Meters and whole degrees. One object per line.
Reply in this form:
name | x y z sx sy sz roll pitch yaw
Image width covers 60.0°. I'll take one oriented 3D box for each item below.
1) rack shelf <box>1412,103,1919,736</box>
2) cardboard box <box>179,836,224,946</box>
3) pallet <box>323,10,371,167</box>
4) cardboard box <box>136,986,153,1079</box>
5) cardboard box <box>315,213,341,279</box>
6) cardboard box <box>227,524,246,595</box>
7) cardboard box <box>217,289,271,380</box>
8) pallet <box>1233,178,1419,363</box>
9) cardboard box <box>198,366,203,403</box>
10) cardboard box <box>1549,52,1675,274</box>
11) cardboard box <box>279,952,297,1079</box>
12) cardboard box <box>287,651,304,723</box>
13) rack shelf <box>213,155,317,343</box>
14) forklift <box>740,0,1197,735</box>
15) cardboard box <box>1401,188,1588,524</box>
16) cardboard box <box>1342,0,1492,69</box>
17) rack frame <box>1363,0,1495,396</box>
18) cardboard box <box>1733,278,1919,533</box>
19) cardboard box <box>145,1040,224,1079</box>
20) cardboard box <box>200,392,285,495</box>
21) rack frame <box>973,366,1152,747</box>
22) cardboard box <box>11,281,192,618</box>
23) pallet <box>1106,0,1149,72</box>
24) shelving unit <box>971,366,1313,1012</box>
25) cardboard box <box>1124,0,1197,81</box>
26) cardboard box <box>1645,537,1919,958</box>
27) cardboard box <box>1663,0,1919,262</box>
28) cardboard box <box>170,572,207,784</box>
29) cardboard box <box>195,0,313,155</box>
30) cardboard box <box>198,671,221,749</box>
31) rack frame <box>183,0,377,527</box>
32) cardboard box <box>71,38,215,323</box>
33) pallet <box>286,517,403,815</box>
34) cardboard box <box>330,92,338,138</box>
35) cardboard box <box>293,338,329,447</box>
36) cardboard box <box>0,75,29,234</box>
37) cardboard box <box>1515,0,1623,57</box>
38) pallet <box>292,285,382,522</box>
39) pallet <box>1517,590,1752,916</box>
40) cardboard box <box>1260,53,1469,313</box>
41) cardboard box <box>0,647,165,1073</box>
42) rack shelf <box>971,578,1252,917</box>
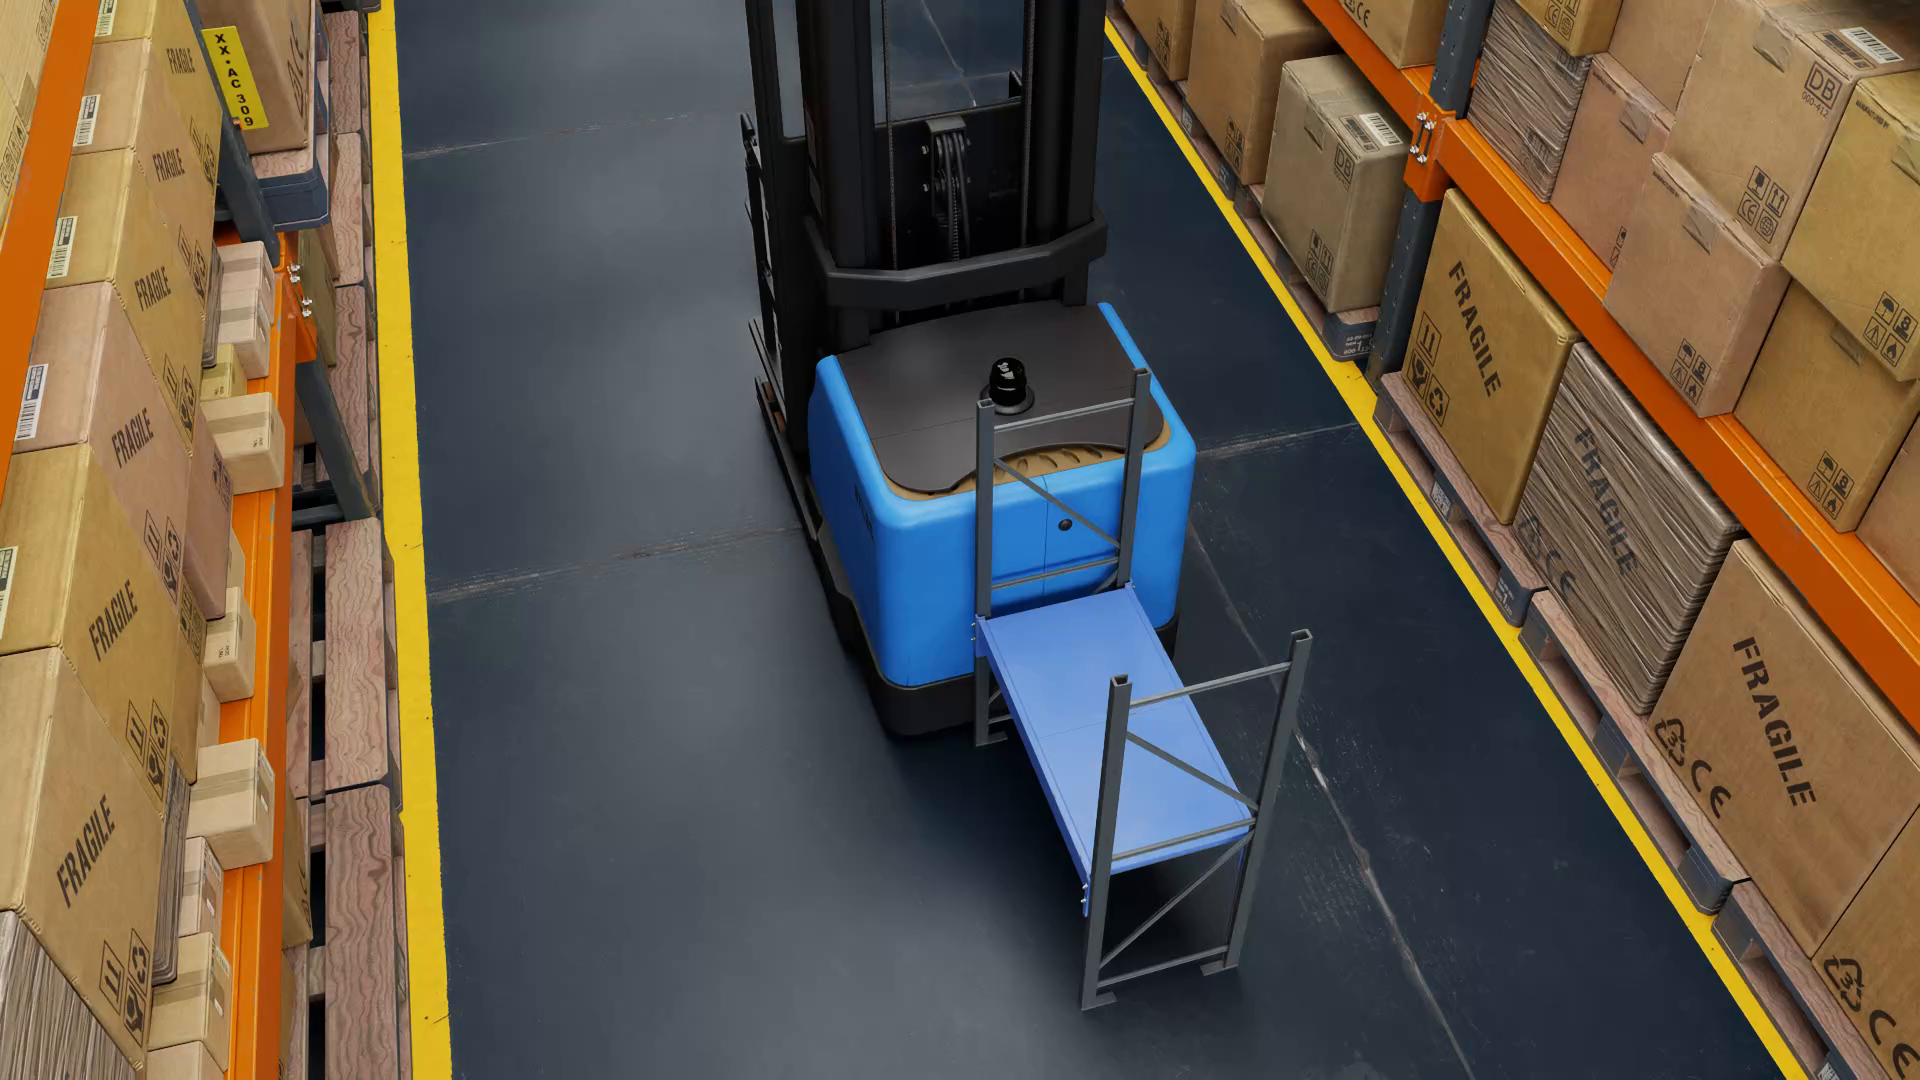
rack shelf | 2.689 -0.143 4.794 1.077 0.370 4.000 -11 47 -10
cardboard box | -1.789 0.809 3.533 0.380 0.149 0.250 -11 47 -10
pallet | -3.469 -2.184 8.243 1.003 0.211 1.213 -11 47 -10
cardboard box | -1.978 0.976 2.915 0.875 0.500 0.500 -11 47 -10
cardboard box | -3.028 -1.364 6.929 0.700 0.500 0.500 -14 47 -14
cardboard box | -2.032 0.116 4.212 0.380 0.149 0.250 -11 47 -10
cardboard box | -2.250 -0.582 4.896 0.380 0.149 0.250 -11 47 -10
pallet | 1.907 -1.319 7.394 1.003 0.211 1.213 -11 47 -10
cardboard box | -2.494 -0.404 4.267 0.875 0.500 0.500 -11 47 -10
cardboard box | 2.446 -1.200 5.221 0.875 0.550 0.550 -11 47 -10
cardboard box | -2.091 1.275 4.357 0.500 0.500 0.500 -7 46 -7
cardboard box | -2.426 0.467 5.148 0.500 0.500 0.500 3 46 2
rack shelf | -3.156 -2.068 6.680 1.077 0.370 4.000 -11 47 -10
forklift | -0.186 -1.452 5.621 1.130 2.935 3.031 -13 47 -12
cardboard box | 2.270 -0.732 6.061 0.875 0.875 0.875 -10 46 -10
cardboard box | 1.785 -2.122 6.159 0.500 0.500 0.500 -11 47 -11
rack frame | 2.177 -1.776 5.890 1.000 3.000 0.127 -11 47 -10
cardboard box | 2.703 -0.458 4.494 0.875 0.550 0.500 -11 47 -10
cardboard box | -1.641 1.150 3.198 0.380 0.149 0.250 -11 47 -10
cardboard box | -2.072 -0.246 4.567 0.380 0.149 0.250 -11 47 -10
rack frame | 0.288 0.105 5.097 0.500 1.500 0.032 -13 47 -12
cardboard box | -1.881 -0.131 3.300 0.500 0.500 0.500 -11 47 -10
pallet | 1.282 -3.003 9.045 1.003 0.211 1.213 -11 47 -10
shelving unit | 0.439 0.452 4.757 0.538 1.500 1.048 -13 47 -12
cardboard box | 1.449 -2.857 8.231 1.050 0.750 0.750 -10 46 -10
cardboard box | 2.736 0.519 4.834 0.875 0.875 0.875 -11 47 -11
cardboard box | 2.497 -1.189 4.454 0.875 0.550 0.550 -11 47 -10
cardboard box | -2.181 0.276 3.601 0.875 0.500 0.500 -11 47 -10
cardboard box | -2.712 -1.870 5.268 1.000 1.000 1.000 -10 46 -10
cardboard box | -1.945 0.469 3.866 0.380 0.149 0.250 -11 47 -10
rack frame | -2.644 -0.939 5.070 1.000 3.000 0.127 -11 47 -10
cardboard box | -2.133 -0.822 3.977 0.500 0.500 0.500 -11 47 -10
pallet | -2.437 0.495 5.617 1.003 0.211 1.213 -11 47 -10
cardboard box | -3.322 -2.140 7.689 0.700 0.500 0.500 -14 47 -14
cardboard box | -2.780 -0.645 6.224 0.700 0.500 0.500 -14 47 -13
cardboard box | -1.892 -0.610 2.753 0.500 0.250 0.500 -9 46 -9
cardboard box | 2.238 -1.945 5.195 0.875 0.550 0.550 -11 47 -10
pallet | -2.844 -0.500 6.592 1.003 0.211 1.213 -11 47 -10
pallet | 2.612 0.584 5.530 1.003 0.211 1.213 -11 47 -10
cardboard box | 1.931 -1.547 6.947 1.050 0.750 0.750 -11 47 -11
cardboard box | -1.618 0.558 2.625 0.500 0.500 0.500 -11 47 -10
rack shelf | 0.439 0.578 4.886 0.538 0.185 1.000 -13 47 -12
